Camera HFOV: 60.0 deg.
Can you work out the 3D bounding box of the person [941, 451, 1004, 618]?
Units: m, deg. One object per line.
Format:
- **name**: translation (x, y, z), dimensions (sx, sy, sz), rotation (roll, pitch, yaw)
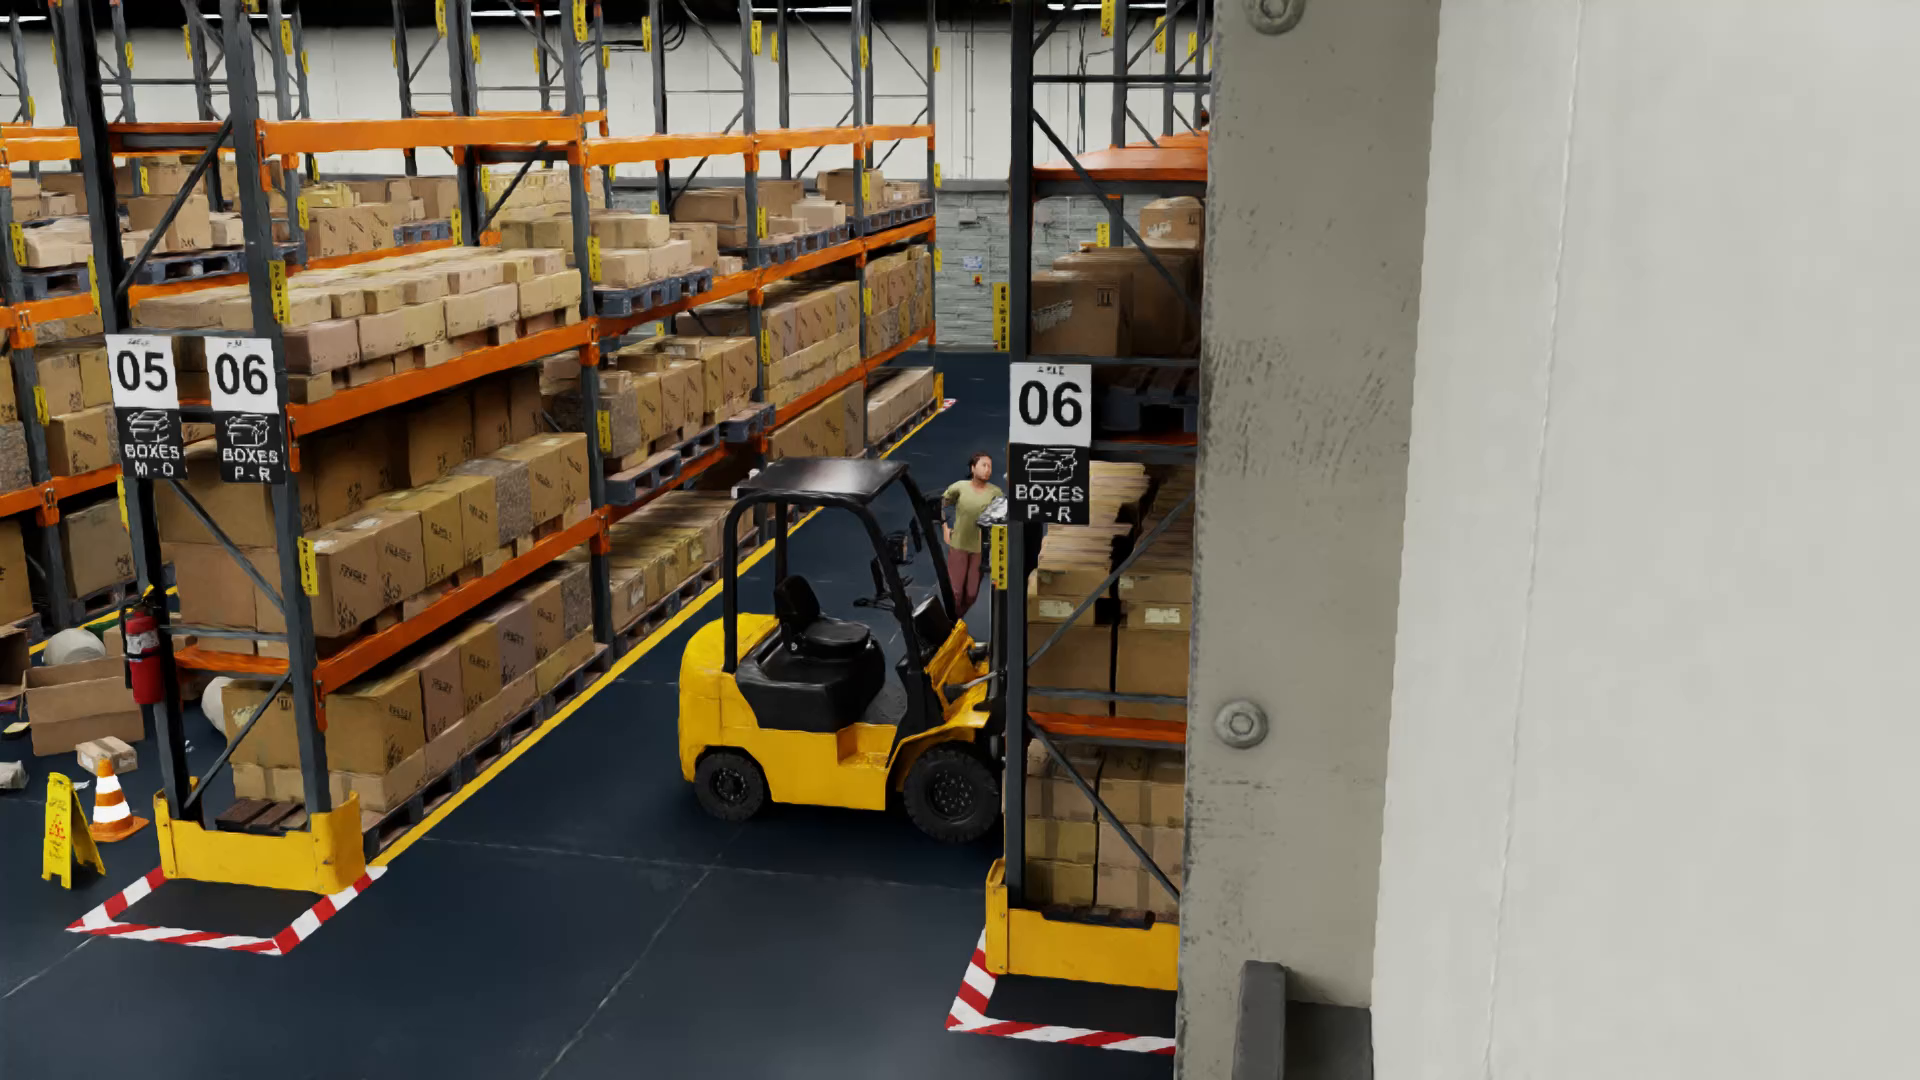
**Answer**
- **person**: translation (0.121, 0.084, 13.718), dimensions (0.597, 1.635, 0.745), rotation (-2, 15, -8)
